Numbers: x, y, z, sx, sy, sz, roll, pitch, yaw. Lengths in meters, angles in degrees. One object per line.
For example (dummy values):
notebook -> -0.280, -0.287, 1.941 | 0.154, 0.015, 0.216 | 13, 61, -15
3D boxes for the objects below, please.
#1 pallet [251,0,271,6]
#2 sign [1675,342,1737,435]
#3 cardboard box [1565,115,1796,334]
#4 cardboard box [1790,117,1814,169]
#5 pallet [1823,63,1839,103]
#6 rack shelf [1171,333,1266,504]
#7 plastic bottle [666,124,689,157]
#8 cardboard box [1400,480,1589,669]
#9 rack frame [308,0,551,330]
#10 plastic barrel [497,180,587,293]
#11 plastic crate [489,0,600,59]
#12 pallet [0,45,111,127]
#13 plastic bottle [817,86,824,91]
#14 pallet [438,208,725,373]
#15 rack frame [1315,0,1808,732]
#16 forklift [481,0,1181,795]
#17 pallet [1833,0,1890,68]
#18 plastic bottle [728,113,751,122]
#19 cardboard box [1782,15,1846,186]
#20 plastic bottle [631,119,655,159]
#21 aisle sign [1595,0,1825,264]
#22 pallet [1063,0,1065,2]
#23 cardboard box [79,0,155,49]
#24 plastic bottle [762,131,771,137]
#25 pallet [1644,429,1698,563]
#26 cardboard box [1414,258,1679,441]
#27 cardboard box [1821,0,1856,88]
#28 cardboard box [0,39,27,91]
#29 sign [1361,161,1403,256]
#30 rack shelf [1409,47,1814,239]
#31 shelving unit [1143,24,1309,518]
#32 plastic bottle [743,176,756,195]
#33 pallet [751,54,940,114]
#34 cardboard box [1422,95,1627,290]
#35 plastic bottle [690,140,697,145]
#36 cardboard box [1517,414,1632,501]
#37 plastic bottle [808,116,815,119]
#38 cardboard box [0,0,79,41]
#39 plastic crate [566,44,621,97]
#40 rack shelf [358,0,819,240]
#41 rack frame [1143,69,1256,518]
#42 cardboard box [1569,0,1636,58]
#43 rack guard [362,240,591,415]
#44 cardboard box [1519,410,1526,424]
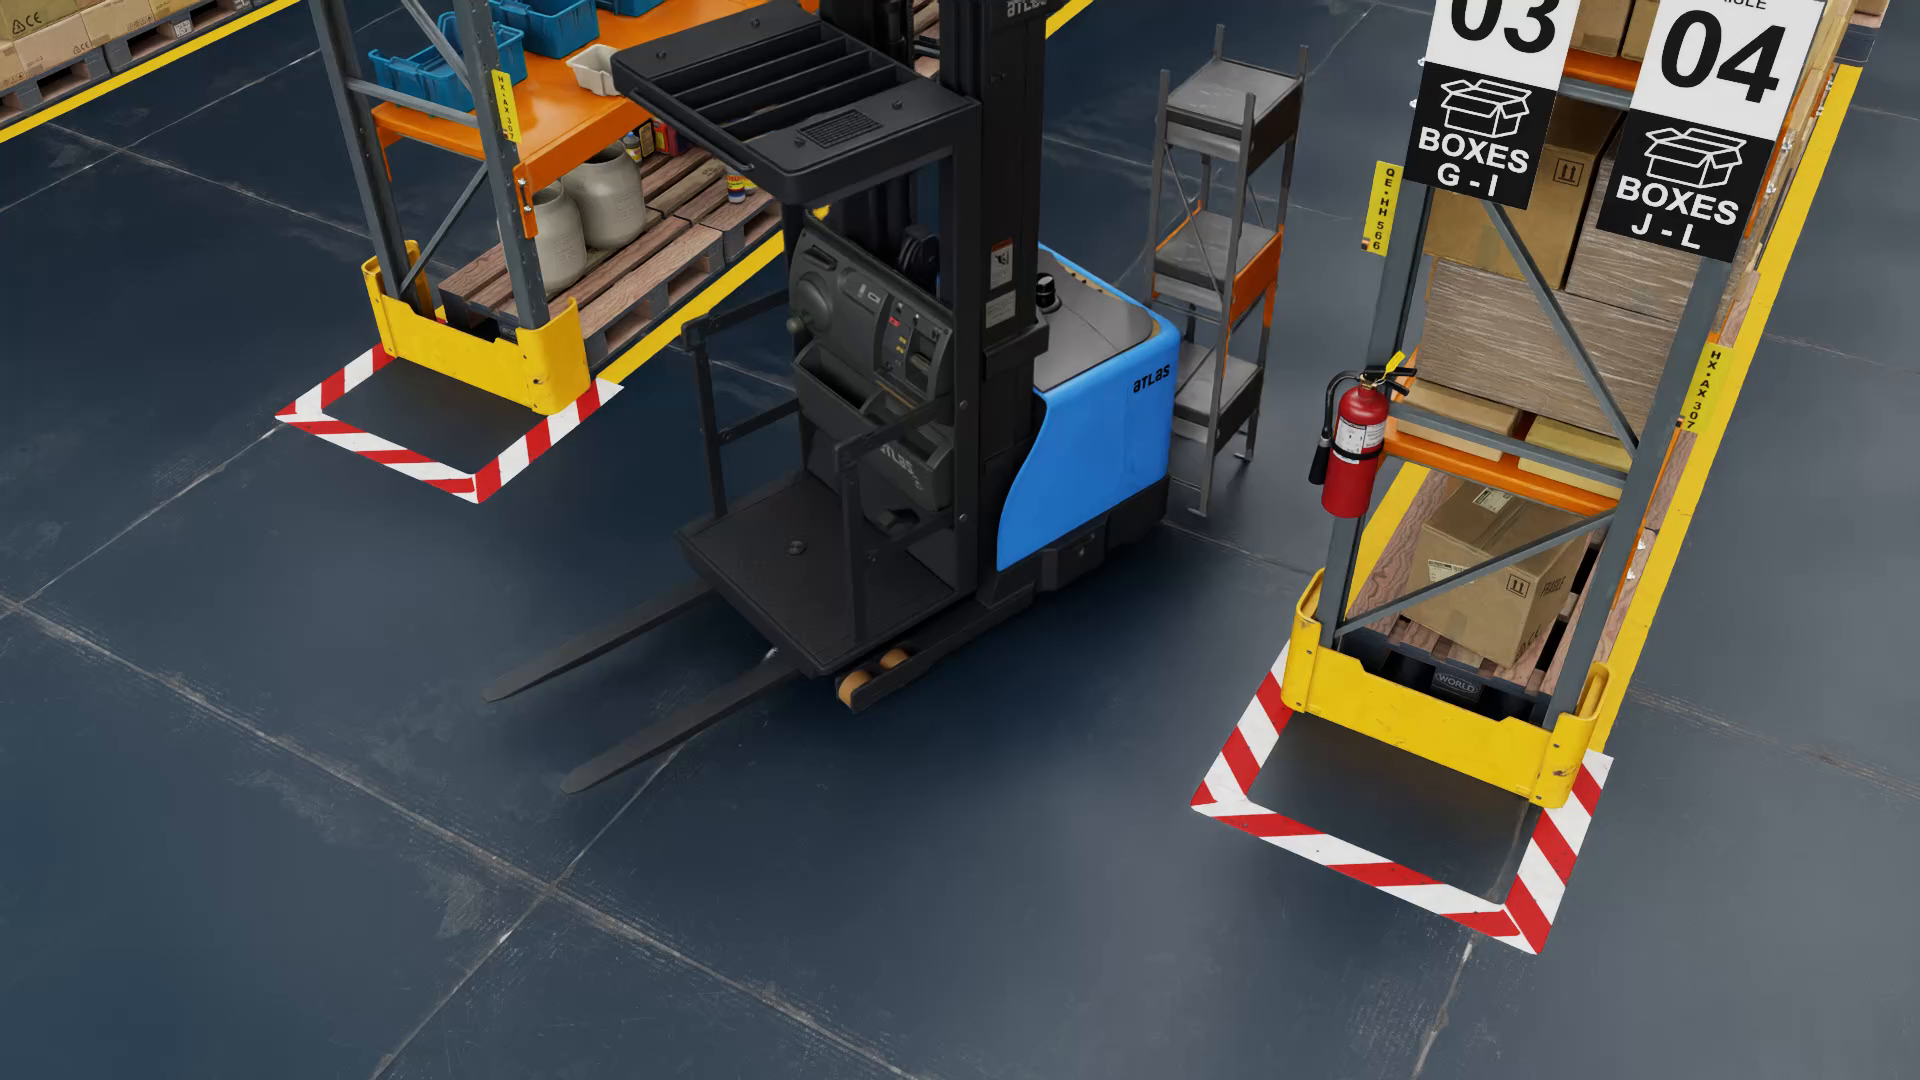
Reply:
pallet -> -5.161, -4.404, 12.406 | 1.003, 0.211, 1.213 | 21, 45, 22
sign -> 2.316, -0.470, 5.174 | 0.100, 0.325, 0.005 | 21, 45, 22
cardboard box -> 2.357, -1.073, 5.457 | 0.500, 0.500, 0.500 | 21, 45, 22
cardboard box -> 3.656, -1.855, 7.593 | 0.380, 0.149, 0.250 | 21, 45, 22
pallet -> 5.457, -3.409, 11.276 | 1.003, 0.211, 1.213 | 21, 45, 22
rack shelf -> 1.098, -0.566, 7.696 | 0.431, 0.518, 0.480 | 23, 46, 24
plastic bottle -> -1.660, -2.404, 9.748 | 0.061, 0.283, 0.133 | 21, 45, 22
cardboard box -> 2.173, 0.105, 6.751 | 0.500, 0.500, 0.500 | 30, 49, 29
rack frame -> -2.442, -1.962, 7.524 | 1.000, 3.000, 0.127 | 21, 45, 22
plastic barrel -> -2.179, -1.588, 8.664 | 0.421, 0.512, 0.421 | 0, 41, 0
plastic crate -> -2.121, -2.661, 8.430 | 0.499, 0.251, 0.408 | 21, 45, 22
pallet -> -6.382, -3.007, 10.821 | 1.003, 0.211, 1.213 | 21, 45, 22
plastic bottle -> -0.771, -2.663, 9.992 | 0.144, 0.351, 0.185 | 21, 45, 22
pallet -> -2.034, -1.438, 9.038 | 1.003, 0.211, 1.213 | 21, 45, 22
rack frame -> 1.846, -0.324, 5.664 | 1.000, 3.000, 0.127 | 21, 45, 22
forklift -> -0.512, -0.800, 6.256 | 3.031, 2.935, 1.130 | -29, 49, -29
pallet -> 4.356, -2.930, 8.768 | 1.003, 0.211, 1.213 | 21, 45, 22
plastic bottle -> -1.370, -2.683, 10.071 | 0.152, 0.276, 0.135 | 21, 45, 22
cardboard box -> 2.863, -1.643, 6.105 | 0.500, 0.500, 0.500 | 21, 45, 22
plastic bottle -> -1.860, -2.377, 9.717 | 0.061, 0.283, 0.133 | 22, 46, 23
aisle sign -> 2.075, -1.165, 4.652 | 0.394, 0.787, 0.004 | 21, 45, 22
pallet -> 0.529, -4.367, 12.365 | 1.003, 0.211, 1.213 | 21, 45, 22
cardboard box -> -5.770, -3.535, 11.072 | 0.500, 0.250, 0.500 | 21, 45, 22
plastic bottle -> -1.093, -2.234, 9.564 | 0.097, 0.271, 0.097 | 0, 41, 0
pallet -> 2.933, -0.470, 7.939 | 1.003, 0.211, 1.213 | 21, 45, 22
cardboard box -> 2.145, -0.779, 5.880 | 0.875, 0.500, 0.500 | 21, 45, 22
cardboard box -> 3.361, -2.216, 6.755 | 0.500, 0.500, 0.500 | 21, 45, 22
cardboard box -> -6.268, -2.961, 10.421 | 0.500, 0.250, 0.500 | 21, 45, 22
sign -> 1.376, -1.072, 5.398 | 0.100, 0.325, 0.005 | 21, 45, 22
rack shelf -> 2.847, -2.324, 6.210 | 1.077, 0.370, 4.000 | 21, 45, 22
shelving unit -> 1.092, -1.103, 7.226 | 0.431, 2.100, 0.503 | 23, 46, 24
plastic bottle -> -1.213, -2.071, 9.432 | 0.097, 0.201, 0.097 | 0, 41, 0
pallet -> -0.813, -2.834, 10.624 | 1.003, 0.211, 1.213 | 21, 45, 22
cardboard box -> 1.907, -1.245, 5.652 | 0.500, 0.500, 0.500 | 21, 45, 22
plastic bottle -> -1.566, -2.457, 9.870 | 0.097, 0.201, 0.097 | 0, 41, 0
cardboard box -> 2.195, -0.314, 5.843 | 0.380, 0.149, 0.250 | 21, 45, 22
plastic bottle -> -0.891, -2.439, 9.850 | 0.097, 0.201, 0.097 | 0, 41, 0
cardboard box -> -6.019, -3.530, 10.499 | 0.500, 0.500, 0.500 | 21, 45, 22
plastic crate -> -1.716, -2.269, 8.072 | 0.298, 0.136, 0.250 | 21, 45, 22
rack shelf -> -1.441, -2.837, 9.061 | 1.077, 0.370, 4.000 | 21, 45, 22
rack frame -> 0.960, -0.967, 7.072 | 0.400, 2.100, 0.015 | 23, 46, 24
cardboard box -> 1.867, -1.753, 5.131 | 0.500, 0.250, 0.500 | 22, 46, 23
rack guard -> -2.445, -1.083, 8.417 | 1.175, 0.500, 0.348 | 21, 45, 22
cardboard box -> 1.936, -0.604, 6.172 | 0.380, 0.149, 0.250 | 21, 45, 22
